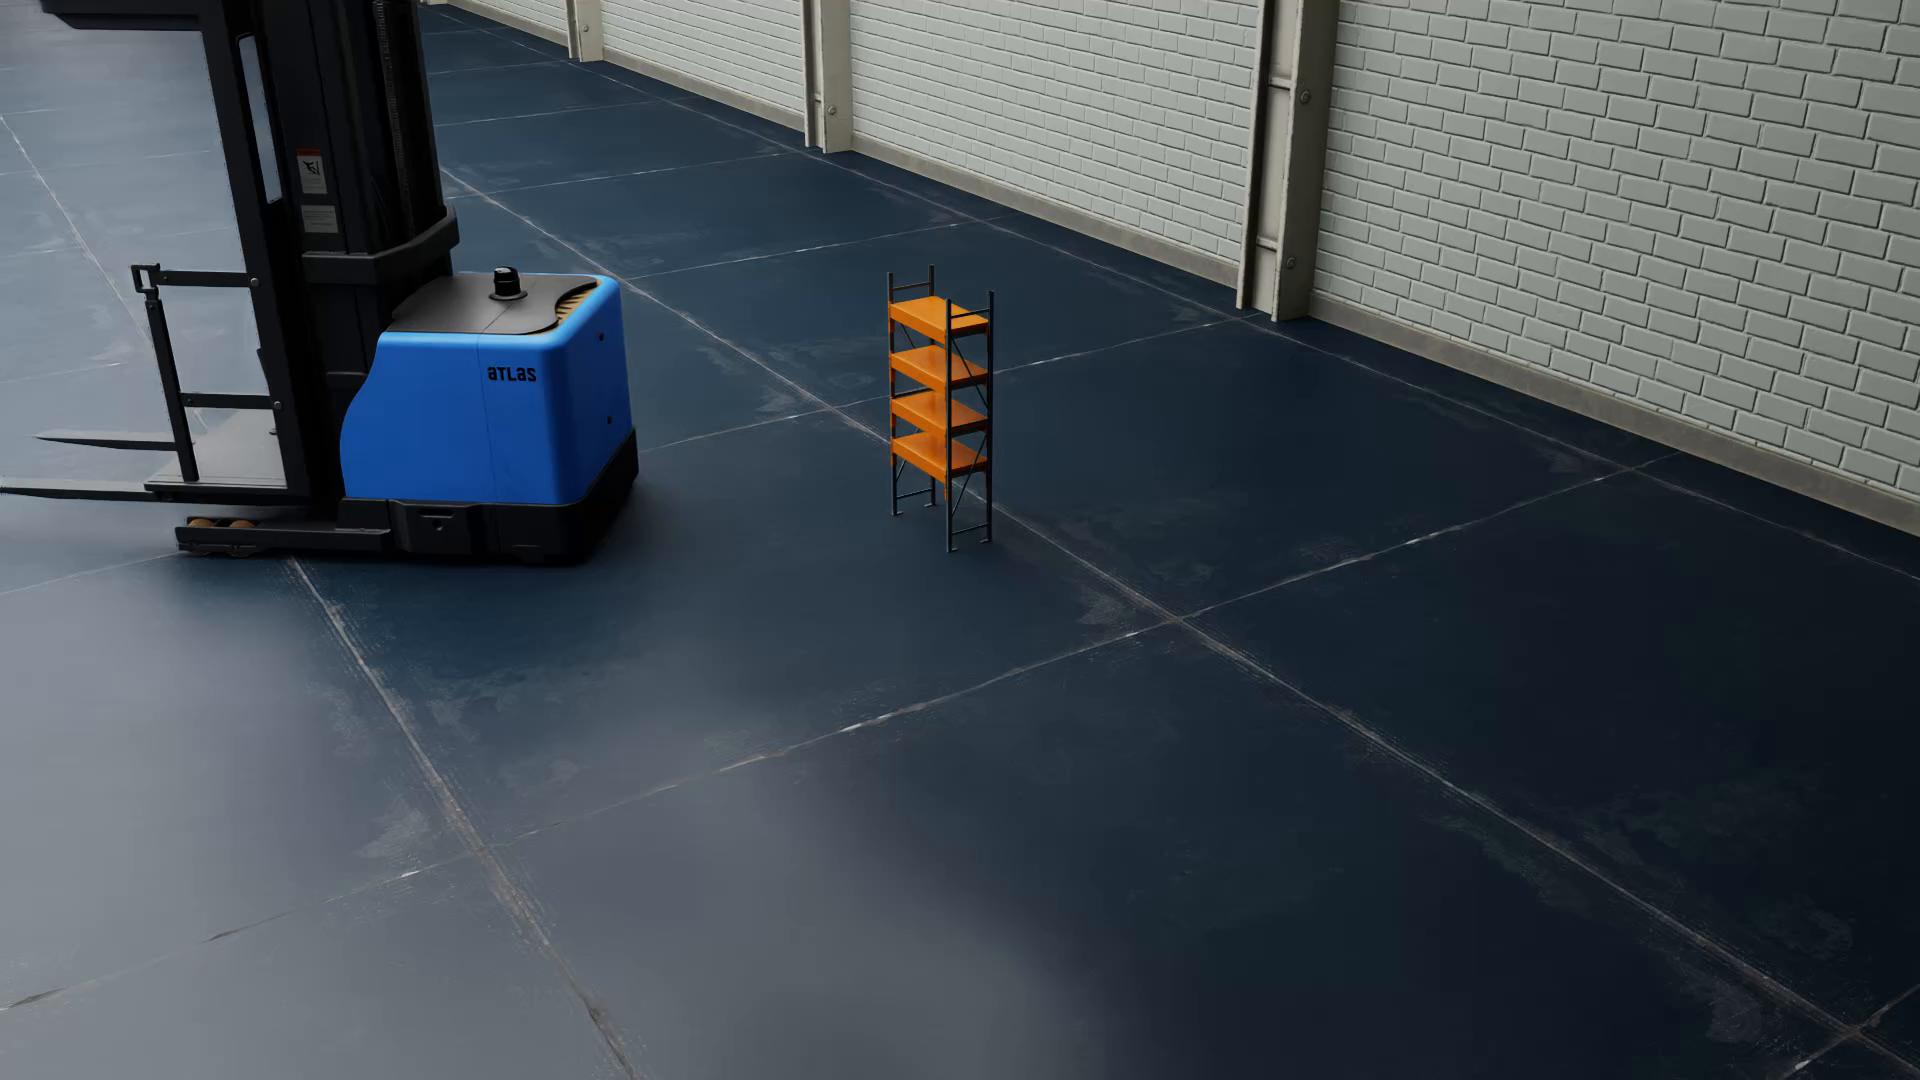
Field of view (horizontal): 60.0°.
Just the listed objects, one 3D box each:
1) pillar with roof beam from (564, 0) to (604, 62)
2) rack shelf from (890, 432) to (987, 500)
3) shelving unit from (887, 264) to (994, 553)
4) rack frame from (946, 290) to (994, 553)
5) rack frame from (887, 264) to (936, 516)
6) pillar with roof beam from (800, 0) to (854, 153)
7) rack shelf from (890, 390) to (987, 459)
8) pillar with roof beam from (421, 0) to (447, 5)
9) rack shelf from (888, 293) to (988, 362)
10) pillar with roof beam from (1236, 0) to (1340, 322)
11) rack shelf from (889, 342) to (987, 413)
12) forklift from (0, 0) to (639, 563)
[{"bbox_3d":[-8.095,-8.870,15.998,9.100,9.000,0.400,-16,29,-30],"label":"pillar with roof beam"},{"bbox_3d":[-0.090,-0.361,7.733,0.258,0.148,0.480,-16,29,-30],"label":"rack shelf"},{"bbox_3d":[-0.090,-0.602,7.619,0.258,1.200,0.503,-16,29,-30],"label":"shelving unit"},{"bbox_3d":[0.043,-0.515,7.434,0.240,1.200,0.015,-16,29,-30],"label":"rack frame"},{"bbox_3d":[-0.224,-0.689,7.804,0.240,1.200,0.015,-16,29,-30],"label":"rack frame"},{"bbox_3d":[-4.820,-6.724,11.452,9.100,9.000,0.400,-16,29,-30],"label":"pillar with roof beam"},{"bbox_3d":[-0.090,-0.541,7.648,0.258,0.148,0.480,-16,29,-30],"label":"rack shelf"},{"bbox_3d":[-11.371,-11.016,20.544,9.100,9.000,0.400,-16,29,-30],"label":"pillar with roof beam"},{"bbox_3d":[-0.090,-0.957,7.452,0.258,0.148,0.480,-16,29,-30],"label":"rack shelf"},{"bbox_3d":[-1.545,-4.578,6.906,9.100,9.000,0.400,-16,29,-30],"label":"pillar with roof beam"},{"bbox_3d":[-0.090,-0.743,7.552,0.258,0.148,0.480,-16,29,-30],"label":"rack shelf"},{"bbox_3d":[-3.146,-1.467,7.425,3.031,2.935,1.130,2,25,4],"label":"forklift"}]
